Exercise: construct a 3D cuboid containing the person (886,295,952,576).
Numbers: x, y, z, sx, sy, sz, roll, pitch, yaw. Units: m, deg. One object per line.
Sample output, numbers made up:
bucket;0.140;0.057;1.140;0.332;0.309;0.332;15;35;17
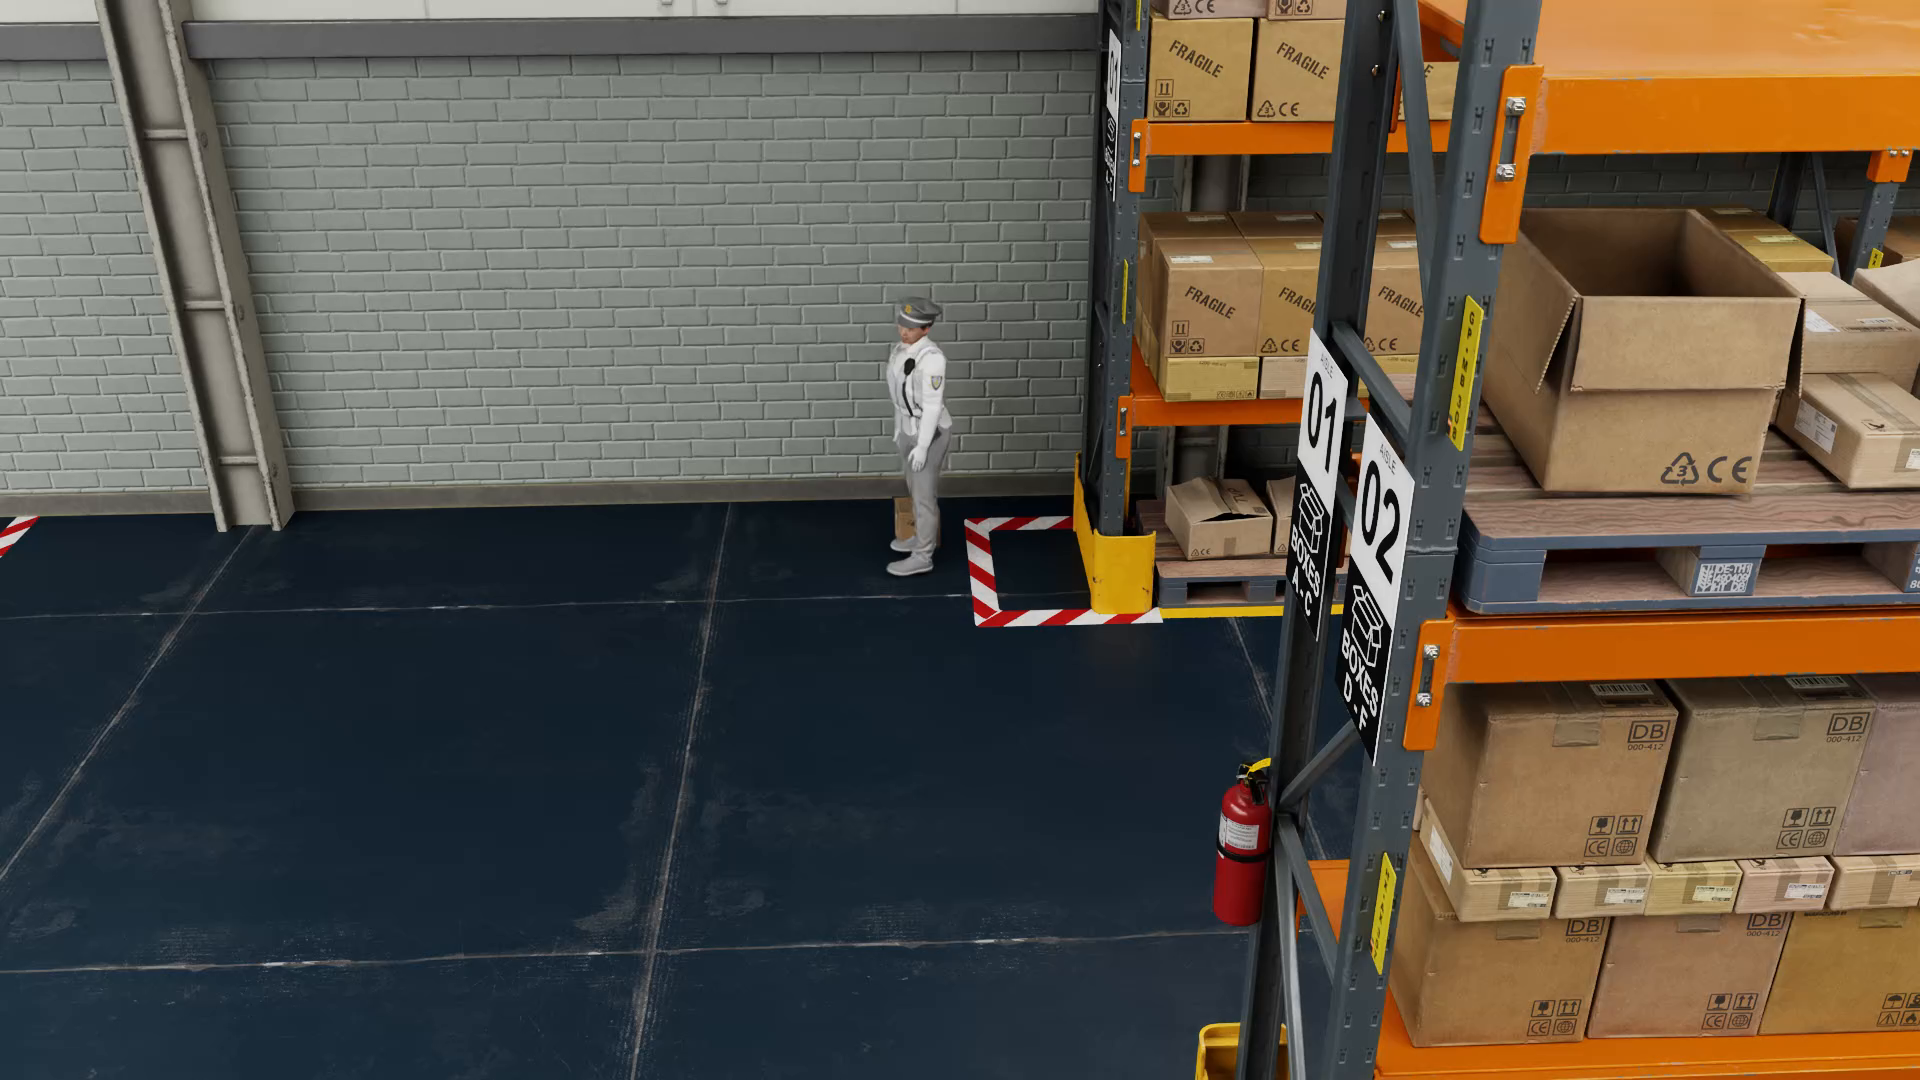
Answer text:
person;-0.288;-0.608;9.704;0.437;1.687;0.527;-13;30;-23
